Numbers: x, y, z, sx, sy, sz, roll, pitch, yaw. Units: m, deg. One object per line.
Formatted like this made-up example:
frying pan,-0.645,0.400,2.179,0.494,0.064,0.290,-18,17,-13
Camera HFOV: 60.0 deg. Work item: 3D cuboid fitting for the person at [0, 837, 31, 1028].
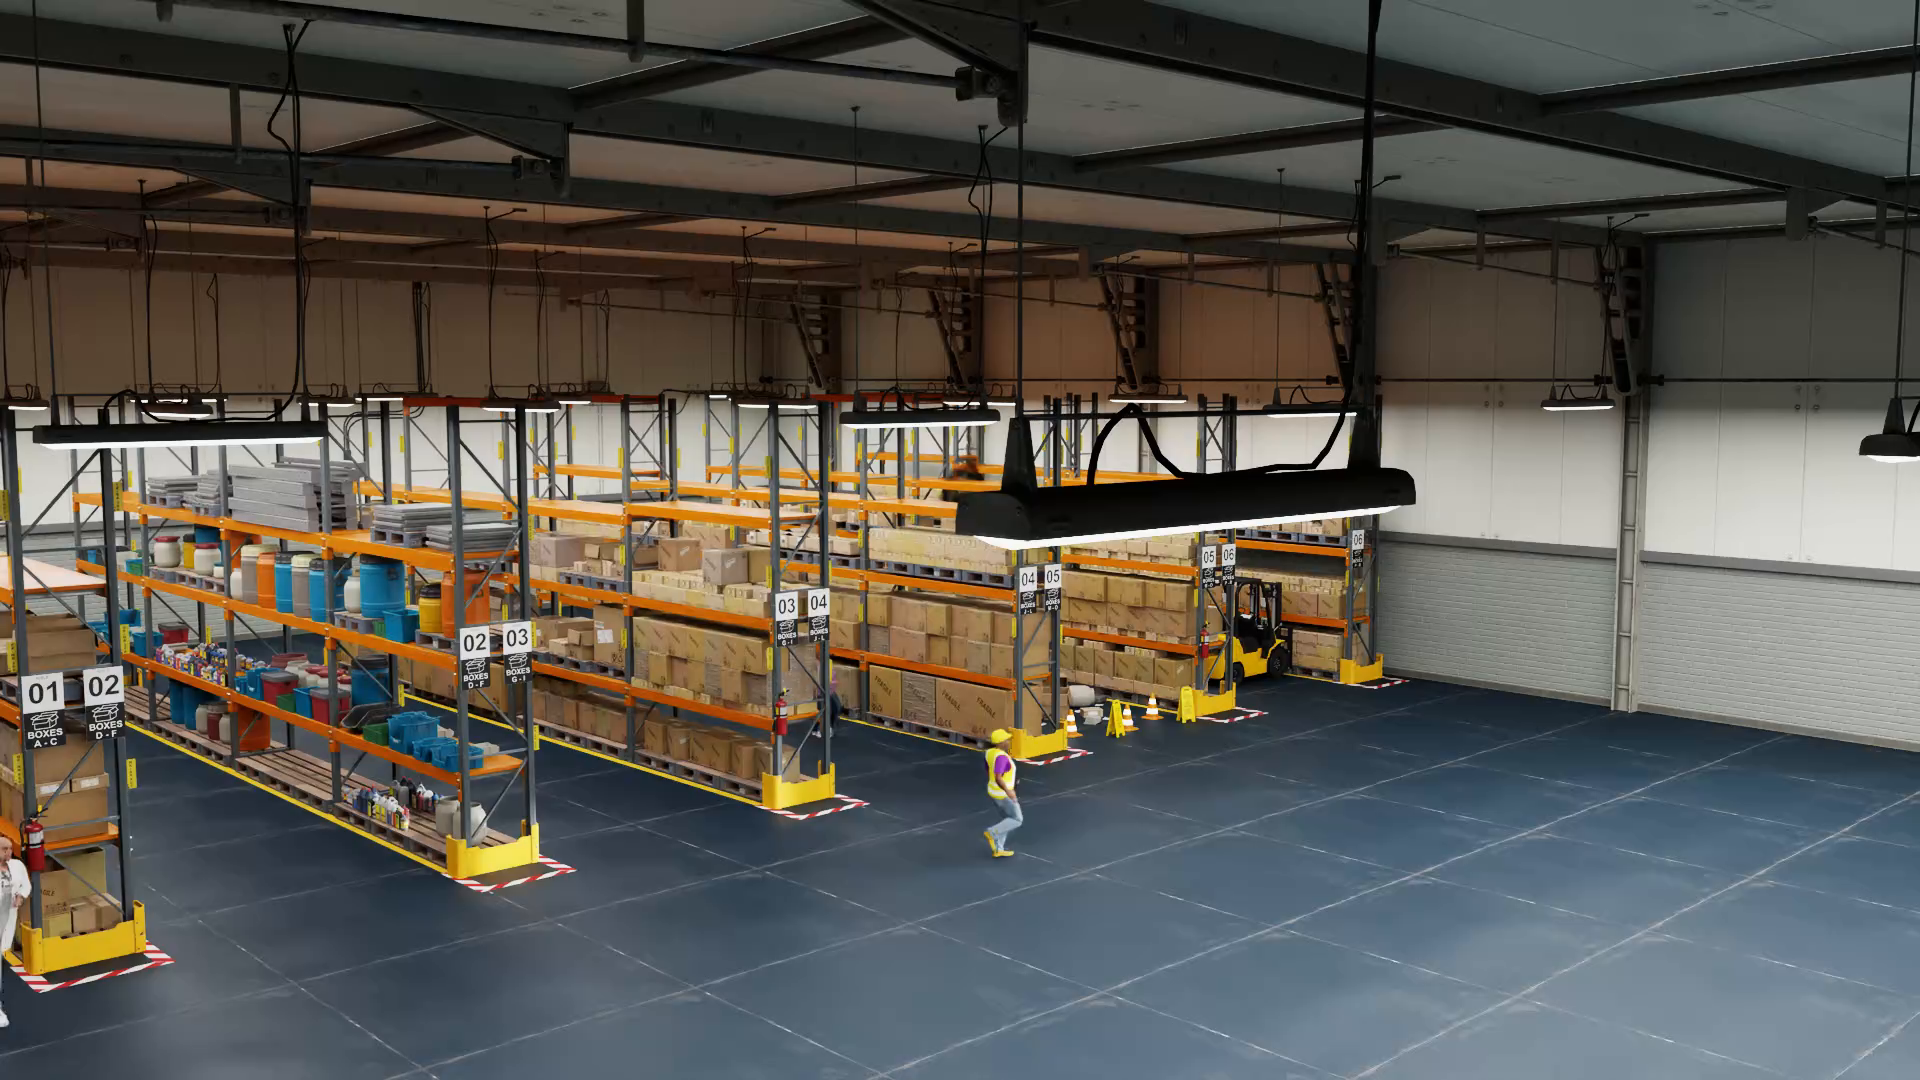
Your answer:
person,-9.645,3.851,16.650,0.959,1.764,0.740,3,6,27

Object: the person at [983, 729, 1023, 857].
person,0.553,3.352,22.012,0.582,1.718,0.707,-2,6,-19

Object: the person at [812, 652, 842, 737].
person,-2.331,2.705,29.255,0.644,1.578,0.510,4,7,35
